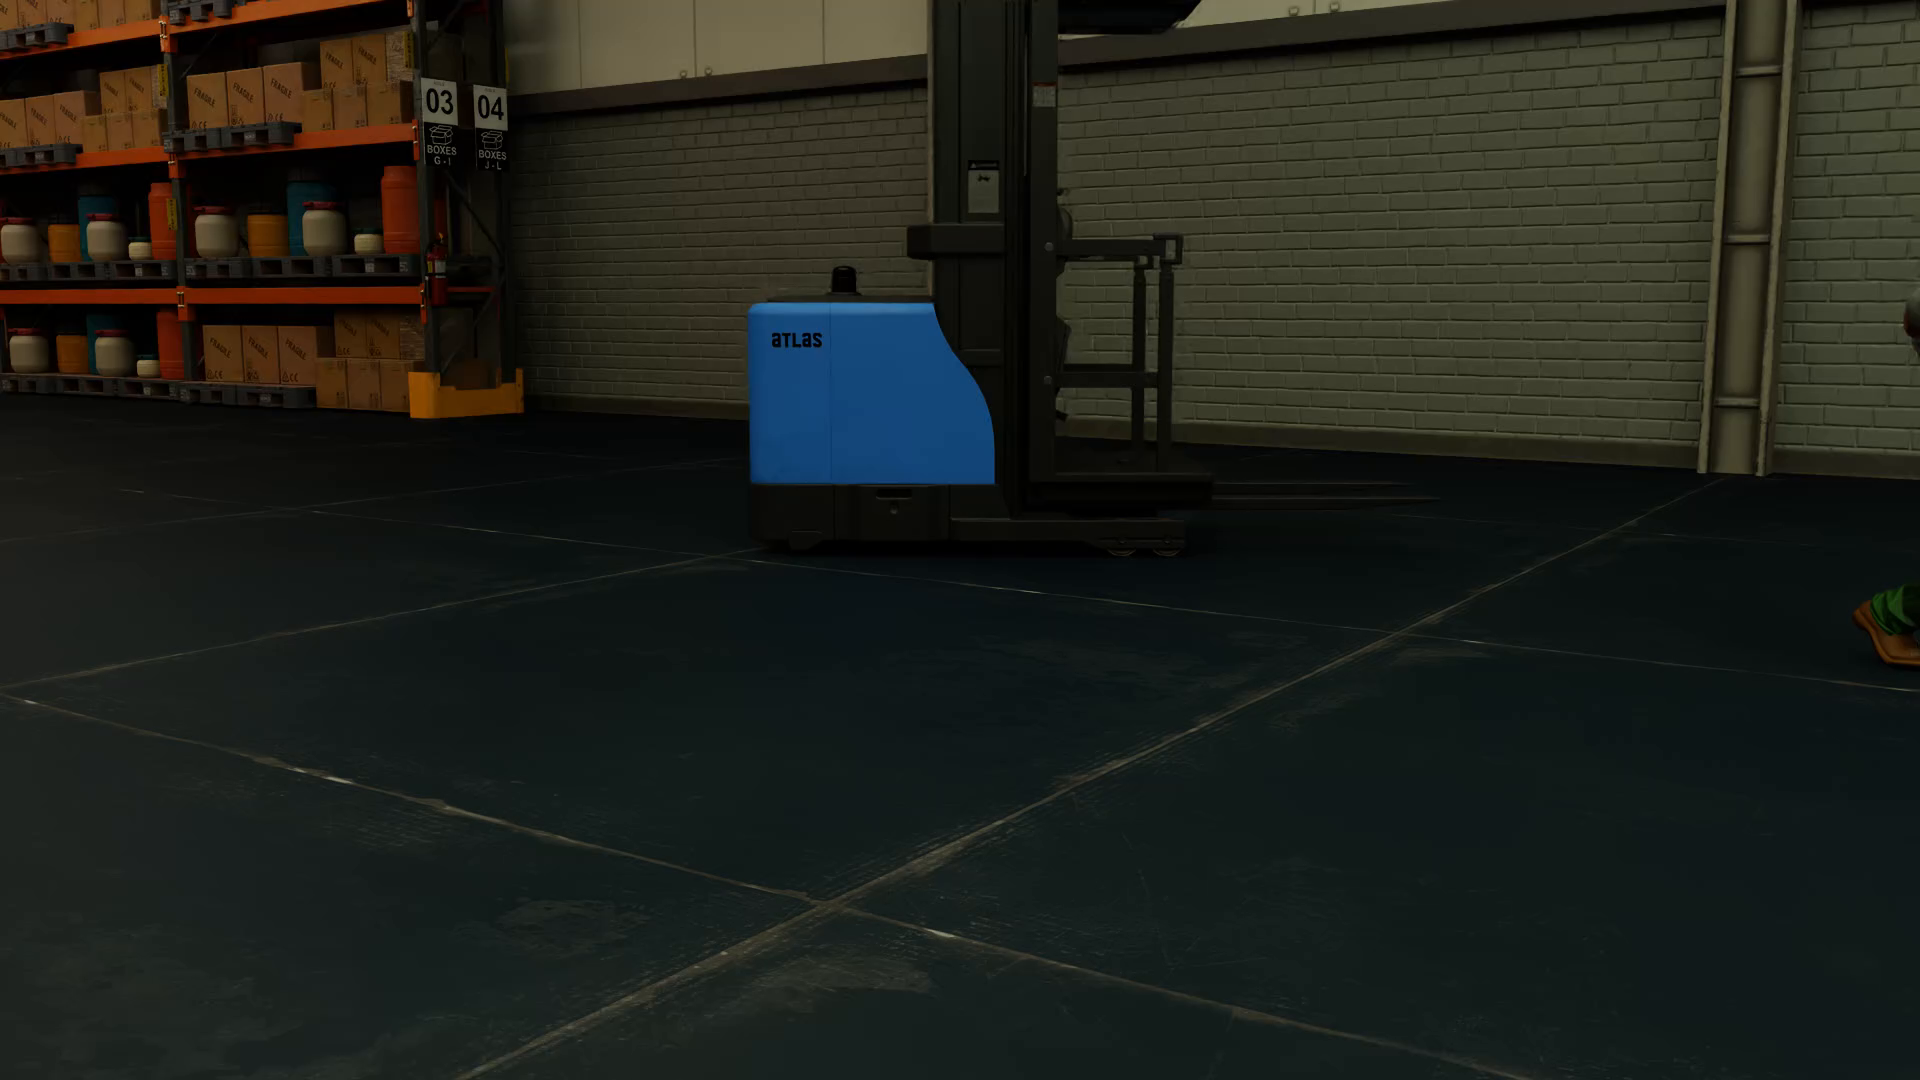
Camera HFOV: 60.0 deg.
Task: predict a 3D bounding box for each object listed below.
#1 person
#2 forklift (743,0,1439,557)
[{"bbox_3d":[3.216,-0.356,4.844,0.987,1.476,0.988,5,10,34],"label":"person"},{"bbox_3d":[0.579,-1.453,7.412,3.031,2.935,1.130,0,8,0],"label":"forklift"}]
